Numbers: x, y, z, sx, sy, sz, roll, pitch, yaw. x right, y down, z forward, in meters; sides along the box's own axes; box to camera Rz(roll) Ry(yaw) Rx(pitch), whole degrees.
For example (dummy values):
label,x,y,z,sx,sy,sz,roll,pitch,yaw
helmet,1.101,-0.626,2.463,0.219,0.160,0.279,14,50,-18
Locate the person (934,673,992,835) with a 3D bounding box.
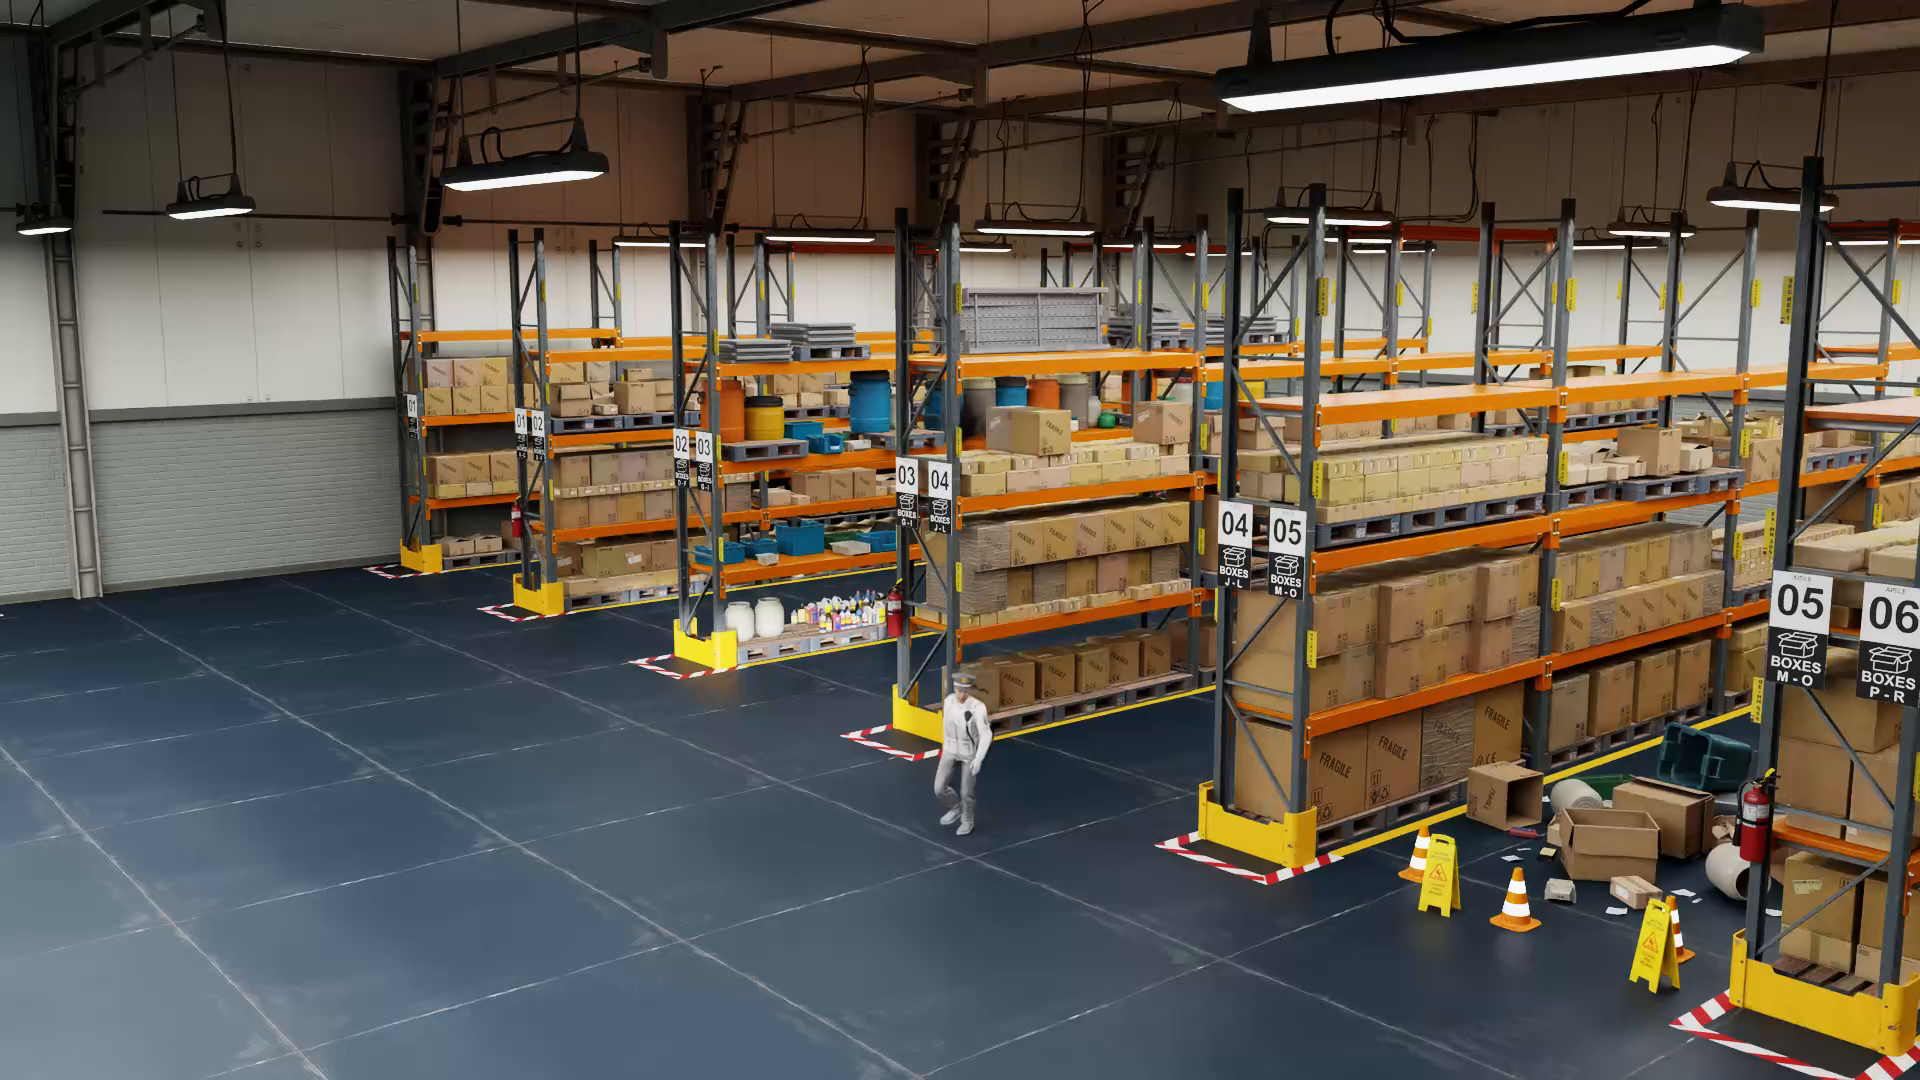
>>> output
label,x,y,z,sx,sy,sz,roll,pitch,yaw
person,0.038,2.001,15.510,0.604,1.618,0.617,3,9,21
